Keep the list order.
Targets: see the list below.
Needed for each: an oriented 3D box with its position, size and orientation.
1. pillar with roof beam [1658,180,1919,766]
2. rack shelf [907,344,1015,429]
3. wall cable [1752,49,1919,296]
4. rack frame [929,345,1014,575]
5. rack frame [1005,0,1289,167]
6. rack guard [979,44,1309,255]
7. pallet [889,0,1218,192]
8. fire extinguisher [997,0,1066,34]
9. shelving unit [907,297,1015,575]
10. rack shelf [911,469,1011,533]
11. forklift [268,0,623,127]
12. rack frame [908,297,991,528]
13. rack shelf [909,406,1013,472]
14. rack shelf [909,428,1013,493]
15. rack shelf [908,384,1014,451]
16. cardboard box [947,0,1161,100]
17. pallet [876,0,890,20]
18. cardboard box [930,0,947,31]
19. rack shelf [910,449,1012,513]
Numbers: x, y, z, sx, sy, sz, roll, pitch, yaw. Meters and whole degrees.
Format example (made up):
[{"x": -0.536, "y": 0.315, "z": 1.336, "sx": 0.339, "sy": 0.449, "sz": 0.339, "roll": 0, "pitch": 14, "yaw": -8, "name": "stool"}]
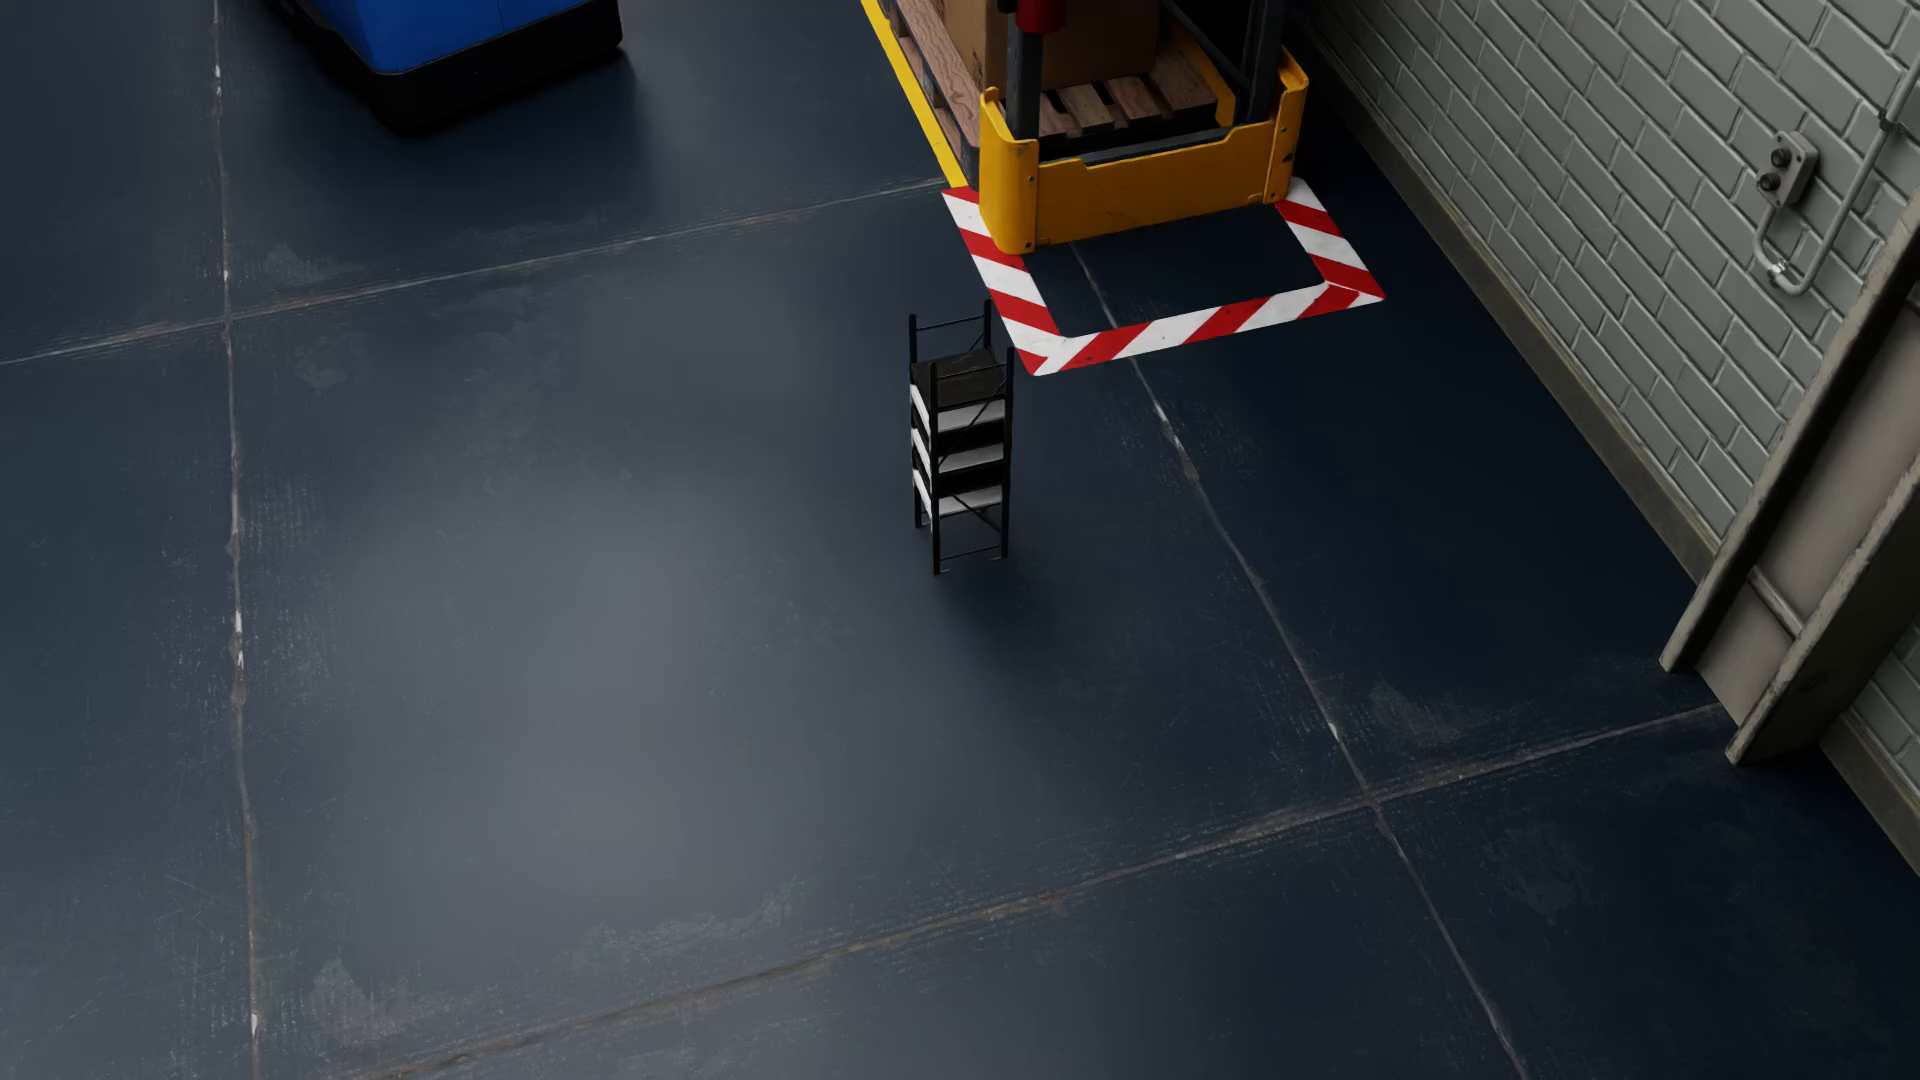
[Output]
[{"x": -1.830, "y": -1.465, "z": 0.599, "sx": 9.100, "sy": 9.000, "sz": 0.400, "roll": -13, "pitch": 51, "yaw": -11, "name": "pillar with roof beam"}, {"x": 0.002, "y": -0.437, "z": 4.720, "sx": 0.258, "sy": 0.077, "sz": 0.200, "roll": -13, "pitch": 51, "yaw": -11, "name": "rack shelf"}, {"x": 1.940, "y": -1.887, "z": 4.214, "sx": 0.084, "sy": 1.984, "sz": 1.851, "roll": -13, "pitch": 51, "yaw": -11, "name": "wall cable"}, {"x": 0.032, "y": -0.210, "z": 4.838, "sx": 0.240, "sy": 0.900, "sz": 0.006, "roll": -13, "pitch": 51, "yaw": -11, "name": "rack frame"}, {"x": 0.658, "y": -2.281, "z": 5.211, "sx": 1.000, "sy": 3.000, "sz": 0.127, "roll": -13, "pitch": 51, "yaw": -11, "name": "rack frame"}, {"x": 0.665, "y": -1.457, "z": 6.152, "sx": 1.175, "sy": 0.500, "sz": 0.348, "roll": -13, "pitch": 51, "yaw": -11, "name": "rack guard"}, {"x": 0.346, "y": -1.948, "z": 6.754, "sx": 1.003, "sy": 0.211, "sz": 1.213, "roll": -13, "pitch": 51, "yaw": -11, "name": "pallet"}, {"x": 0.261, "y": -1.921, "z": 5.202, "sx": 0.296, "sy": 0.674, "sz": 0.183, "roll": -13, "pitch": 51, "yaw": -11, "name": "fire extinguisher"}, {"x": 0.002, "y": -0.284, "z": 4.901, "sx": 0.258, "sy": 0.900, "sz": 0.210, "roll": -13, "pitch": 51, "yaw": -11, "name": "shelving unit"}, {"x": 0.002, "y": -0.147, "z": 5.064, "sx": 0.258, "sy": 0.077, "sz": 0.200, "roll": -13, "pitch": 51, "yaw": -11, "name": "rack shelf"}, {"x": -2.695, "y": -3.647, "z": 6.407, "sx": 1.130, "sy": 2.935, "sz": 3.031, "roll": -30, "pitch": 56, "yaw": -23, "name": "forklift"}, {"x": -0.028, "y": -0.358, "z": 4.964, "sx": 0.240, "sy": 0.900, "sz": 0.006, "roll": -13, "pitch": 51, "yaw": -11, "name": "rack frame"}, {"x": 0.002, "y": -0.321, "z": 4.858, "sx": 0.258, "sy": 0.077, "sz": 0.200, "roll": -13, "pitch": 51, "yaw": -11, "name": "rack shelf"}, {"x": 0.002, "y": -0.263, "z": 4.926, "sx": 0.258, "sy": 0.077, "sz": 0.200, "roll": -13, "pitch": 51, "yaw": -11, "name": "rack shelf"}, {"x": 0.002, "y": -0.379, "z": 4.789, "sx": 0.258, "sy": 0.077, "sz": 0.200, "roll": -13, "pitch": 51, "yaw": -11, "name": "rack shelf"}, {"x": 0.355, "y": -2.099, "z": 6.418, "sx": 0.700, "sy": 0.500, "sz": 0.500, "roll": -13, "pitch": 51, "yaw": -11, "name": "cardboard box"}, {"x": -0.011, "y": -2.838, "z": 7.504, "sx": 1.003, "sy": 0.211, "sz": 1.213, "roll": -13, "pitch": 51, "yaw": -11, "name": "pallet"}, {"x": 0.207, "y": -2.464, "z": 6.726, "sx": 0.700, "sy": 0.500, "sz": 0.500, "roll": -13, "pitch": 51, "yaw": -11, "name": "cardboard box"}, {"x": 0.002, "y": -0.205, "z": 4.995, "sx": 0.258, "sy": 0.077, "sz": 0.200, "roll": -13, "pitch": 51, "yaw": -11, "name": "rack shelf"}]
